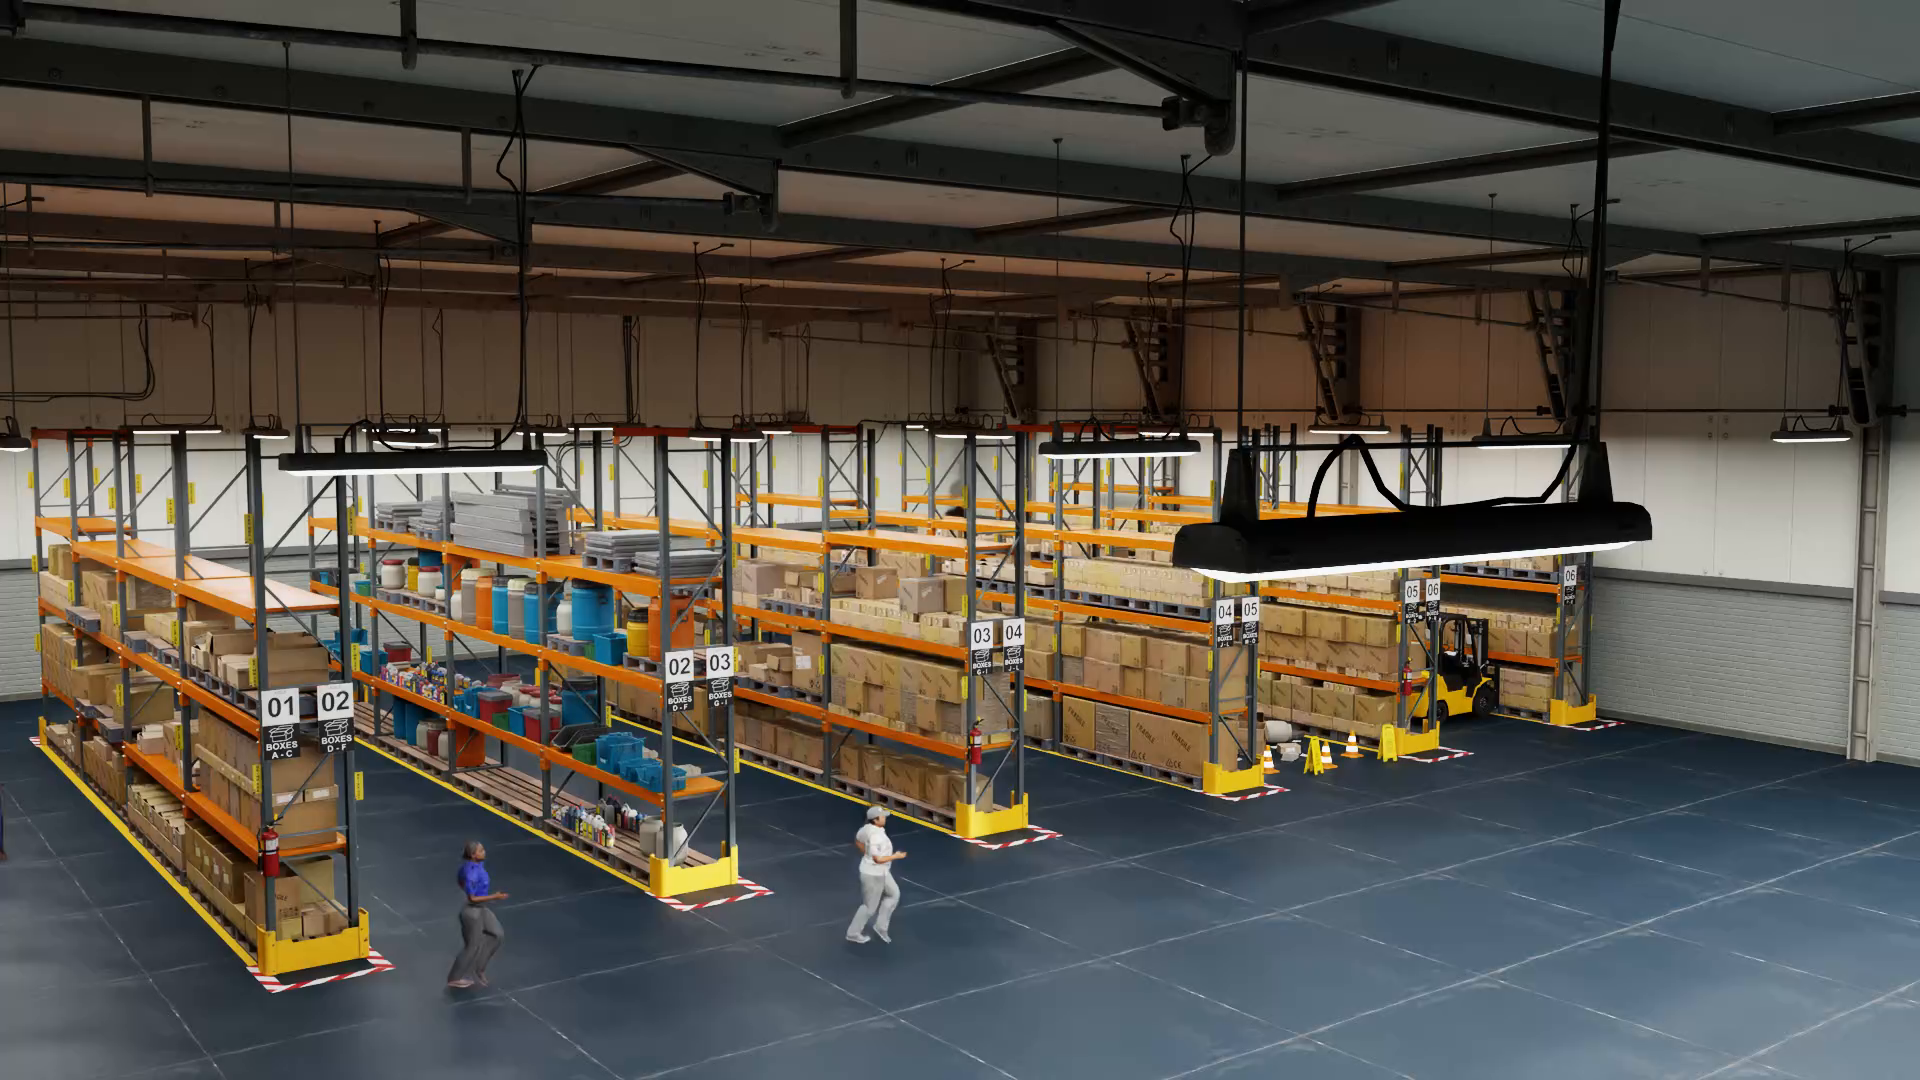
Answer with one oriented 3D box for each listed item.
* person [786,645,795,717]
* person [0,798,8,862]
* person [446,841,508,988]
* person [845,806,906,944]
[{"bbox_3d":[-3.367,2.910,33.312,0.591,1.622,0.551,4,6,45],"label":"person"},{"bbox_3d":[-13.798,3.660,23.452,0.854,1.687,0.596,4,6,41],"label":"person"},{"bbox_3d":[-5.261,4.100,18.138,0.689,1.651,0.548,-1,5,-8],"label":"person"},{"bbox_3d":[-0.994,3.976,19.620,0.722,1.711,0.580,0,4,-3],"label":"person"}]
